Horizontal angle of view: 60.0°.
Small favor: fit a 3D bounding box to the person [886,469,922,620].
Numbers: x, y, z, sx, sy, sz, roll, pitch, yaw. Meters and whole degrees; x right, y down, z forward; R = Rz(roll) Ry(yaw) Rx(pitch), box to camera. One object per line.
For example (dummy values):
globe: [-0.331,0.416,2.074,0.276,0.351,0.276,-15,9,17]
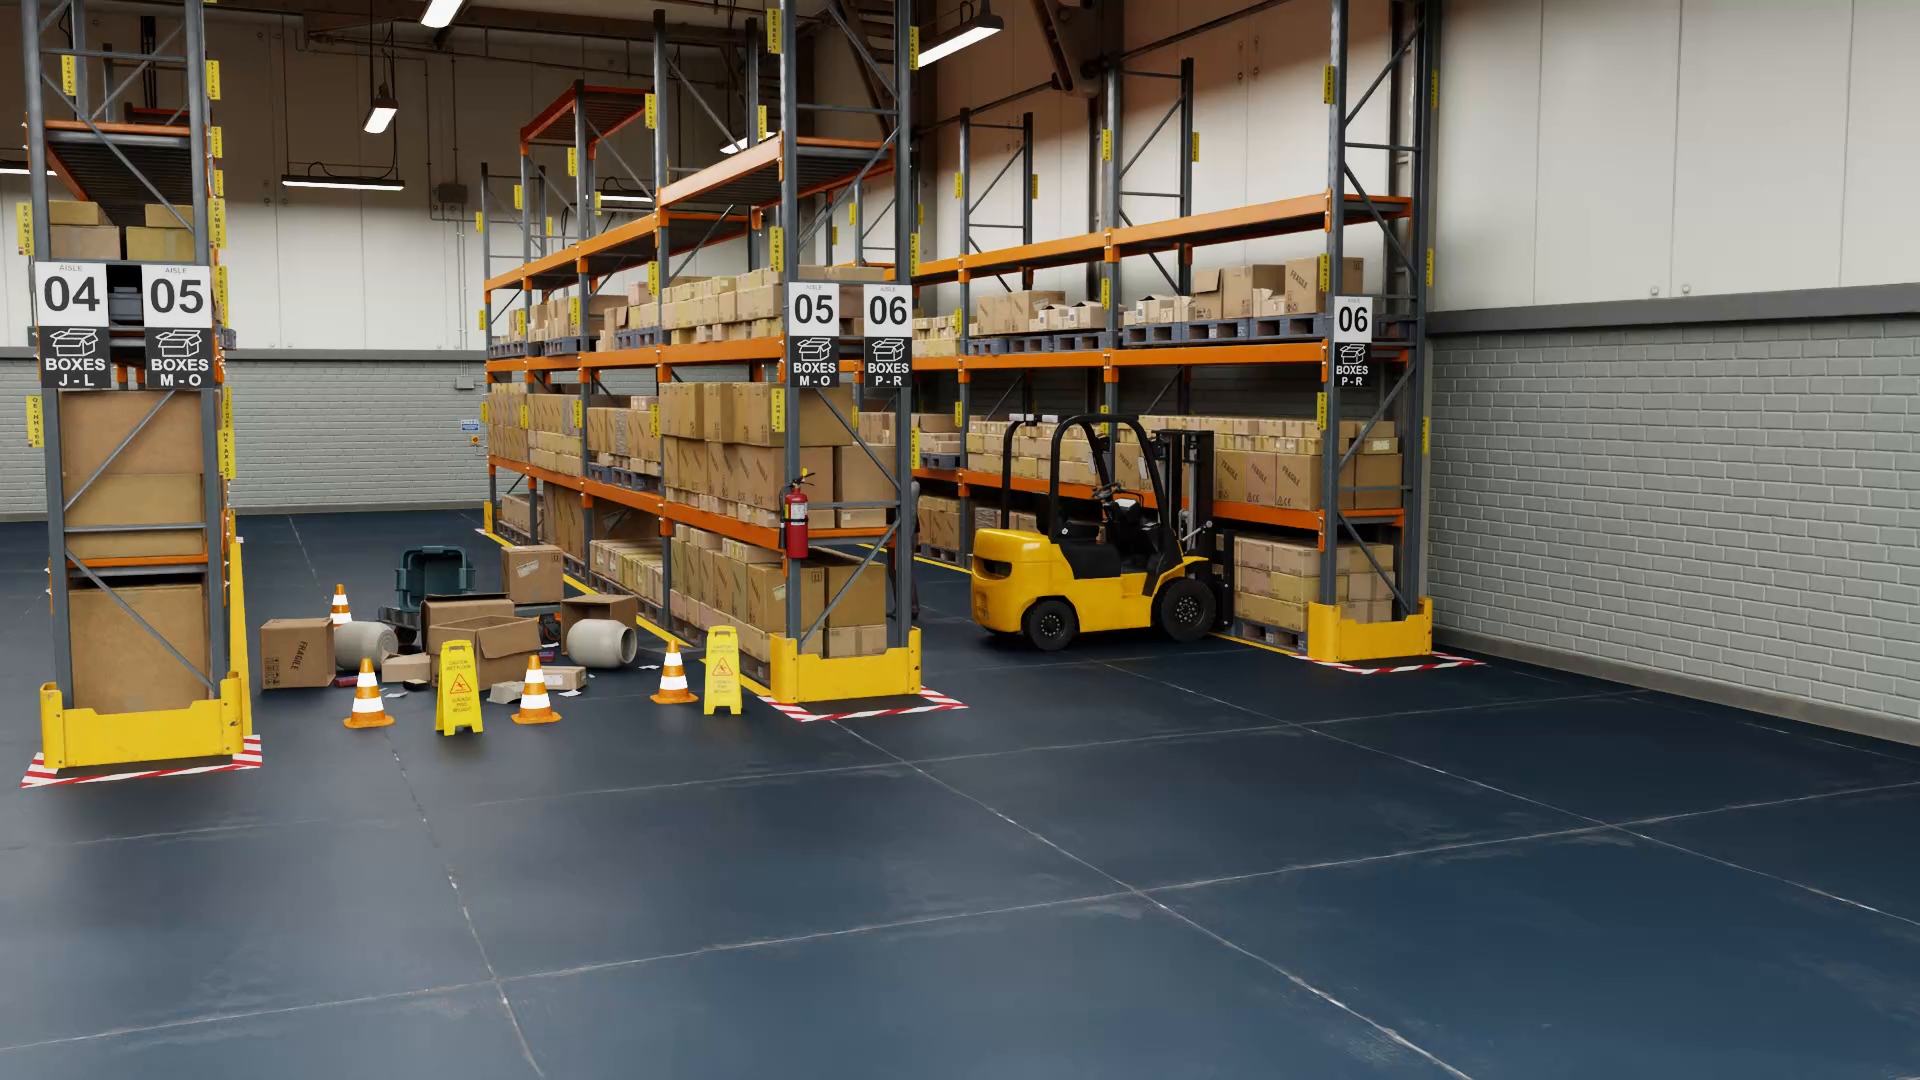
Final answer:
person: [-0.605,-0.031,17.287,0.358,1.725,0.531,-2,6,-22]
